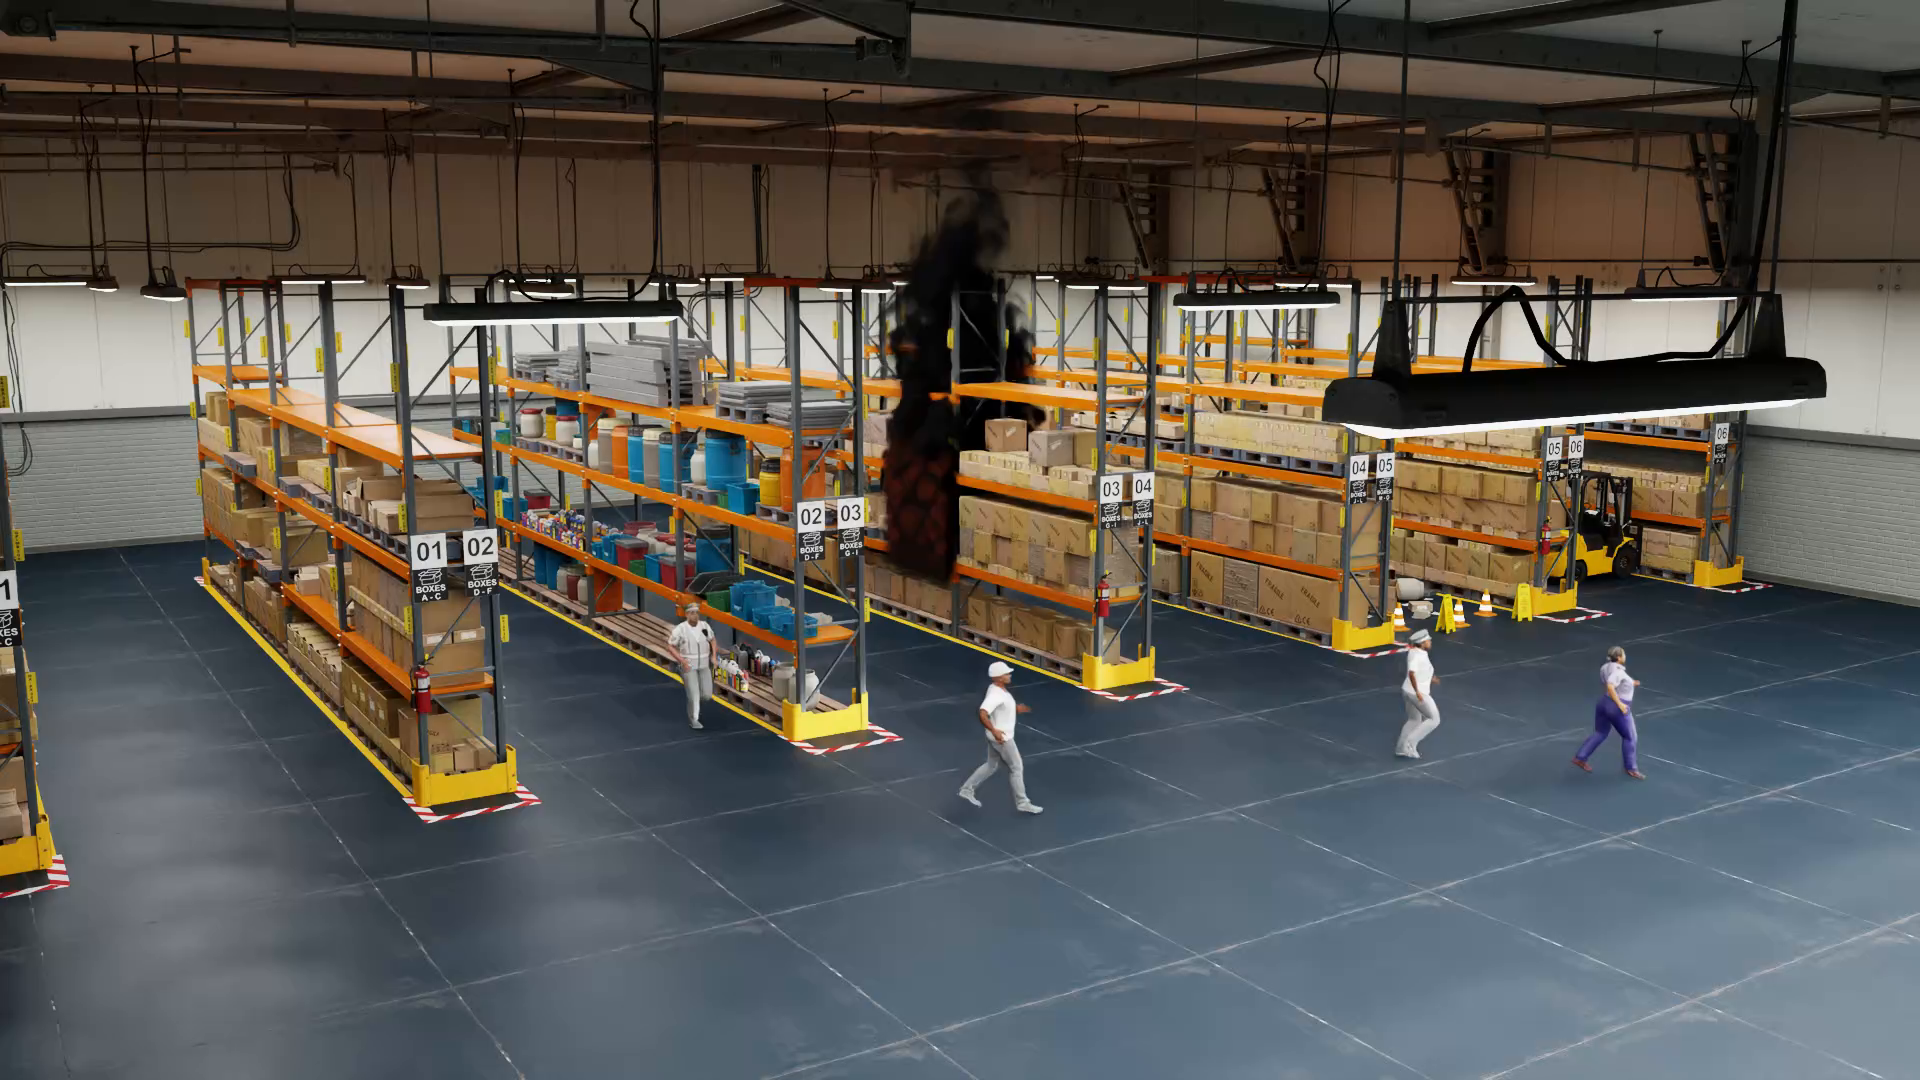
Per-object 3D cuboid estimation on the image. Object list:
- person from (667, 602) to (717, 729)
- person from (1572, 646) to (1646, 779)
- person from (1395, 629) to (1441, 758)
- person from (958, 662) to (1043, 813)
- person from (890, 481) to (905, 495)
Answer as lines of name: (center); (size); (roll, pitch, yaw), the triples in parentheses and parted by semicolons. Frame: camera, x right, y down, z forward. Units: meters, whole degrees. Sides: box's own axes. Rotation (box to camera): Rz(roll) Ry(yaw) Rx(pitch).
person: (-3.649, 1.683, 22.731); (0.710, 1.729, 0.609); (-6, 11, -32)
person: (8.021, 2.115, 20.409); (0.877, 1.671, 0.594); (-2, 10, -11)
person: (5.912, 1.961, 21.328); (0.581, 1.668, 0.585); (-1, 10, -5)
person: (0.468, 2.258, 19.078); (0.969, 1.759, 0.702); (-1, 10, -6)
person: (-1.541, -1.589, 42.389); (0.600, 1.713, 0.721); (6, 11, 33)
